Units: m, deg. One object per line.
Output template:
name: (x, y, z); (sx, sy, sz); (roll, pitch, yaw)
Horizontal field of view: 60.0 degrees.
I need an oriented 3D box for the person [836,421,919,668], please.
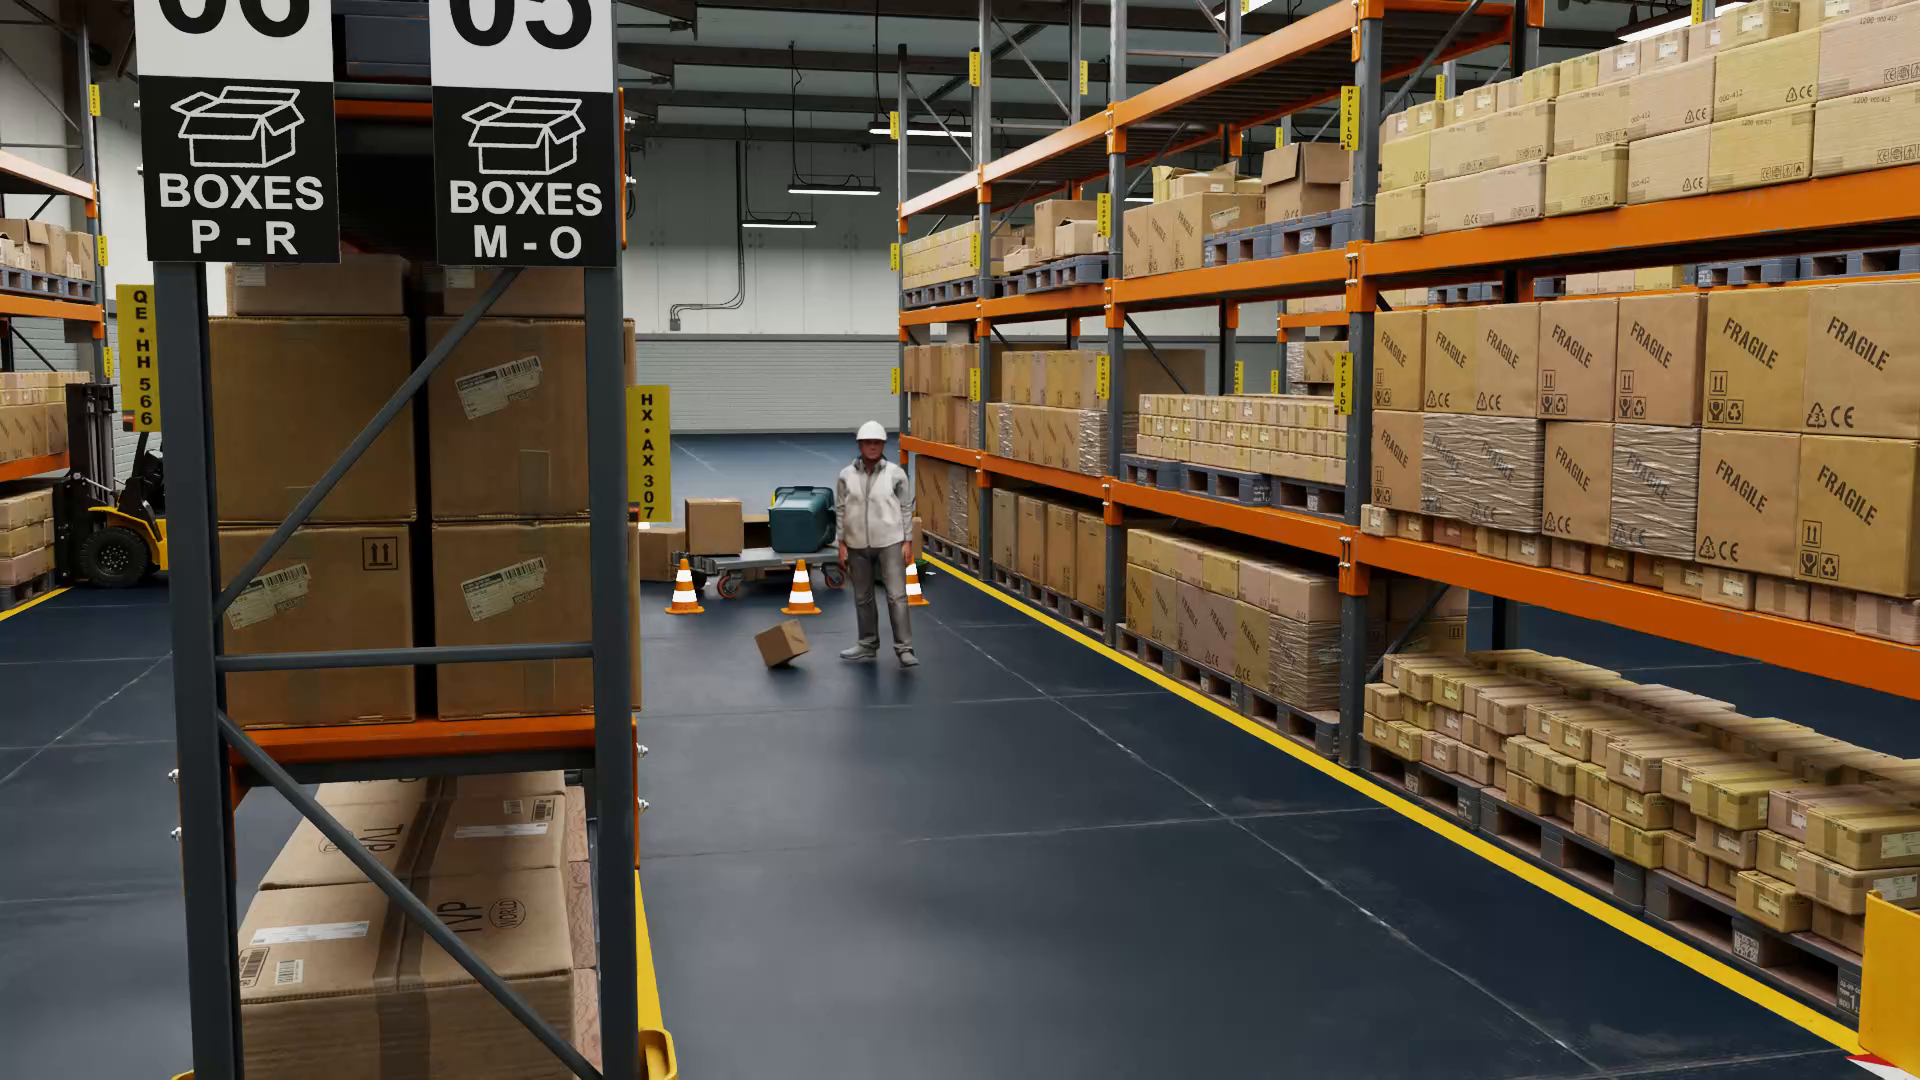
person: (-0.576, 0.029, 11.904); (0.711, 1.754, 0.709); (1, 6, 12)
